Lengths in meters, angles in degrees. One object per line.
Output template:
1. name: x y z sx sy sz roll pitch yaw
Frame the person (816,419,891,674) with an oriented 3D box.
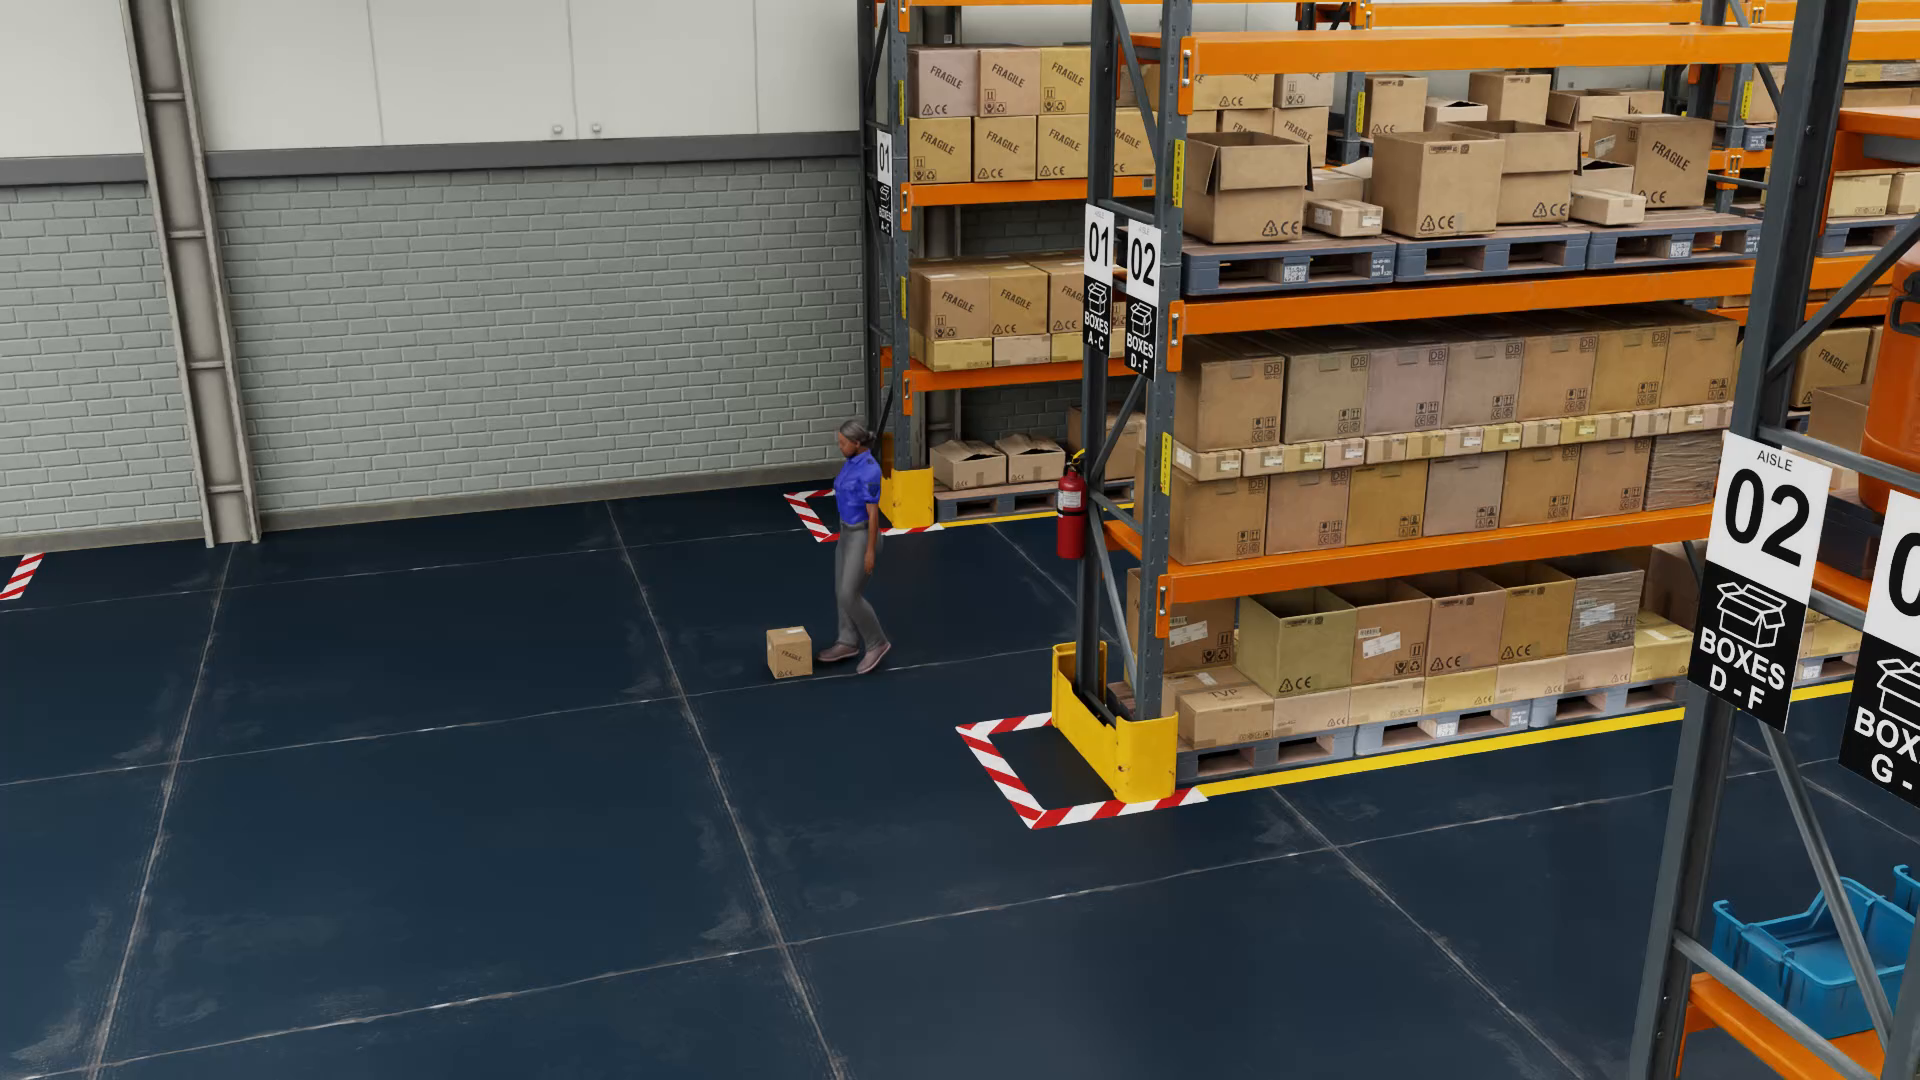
1. person: -0.729 0.036 10.946 0.455 1.689 0.485 -8 21 -21
